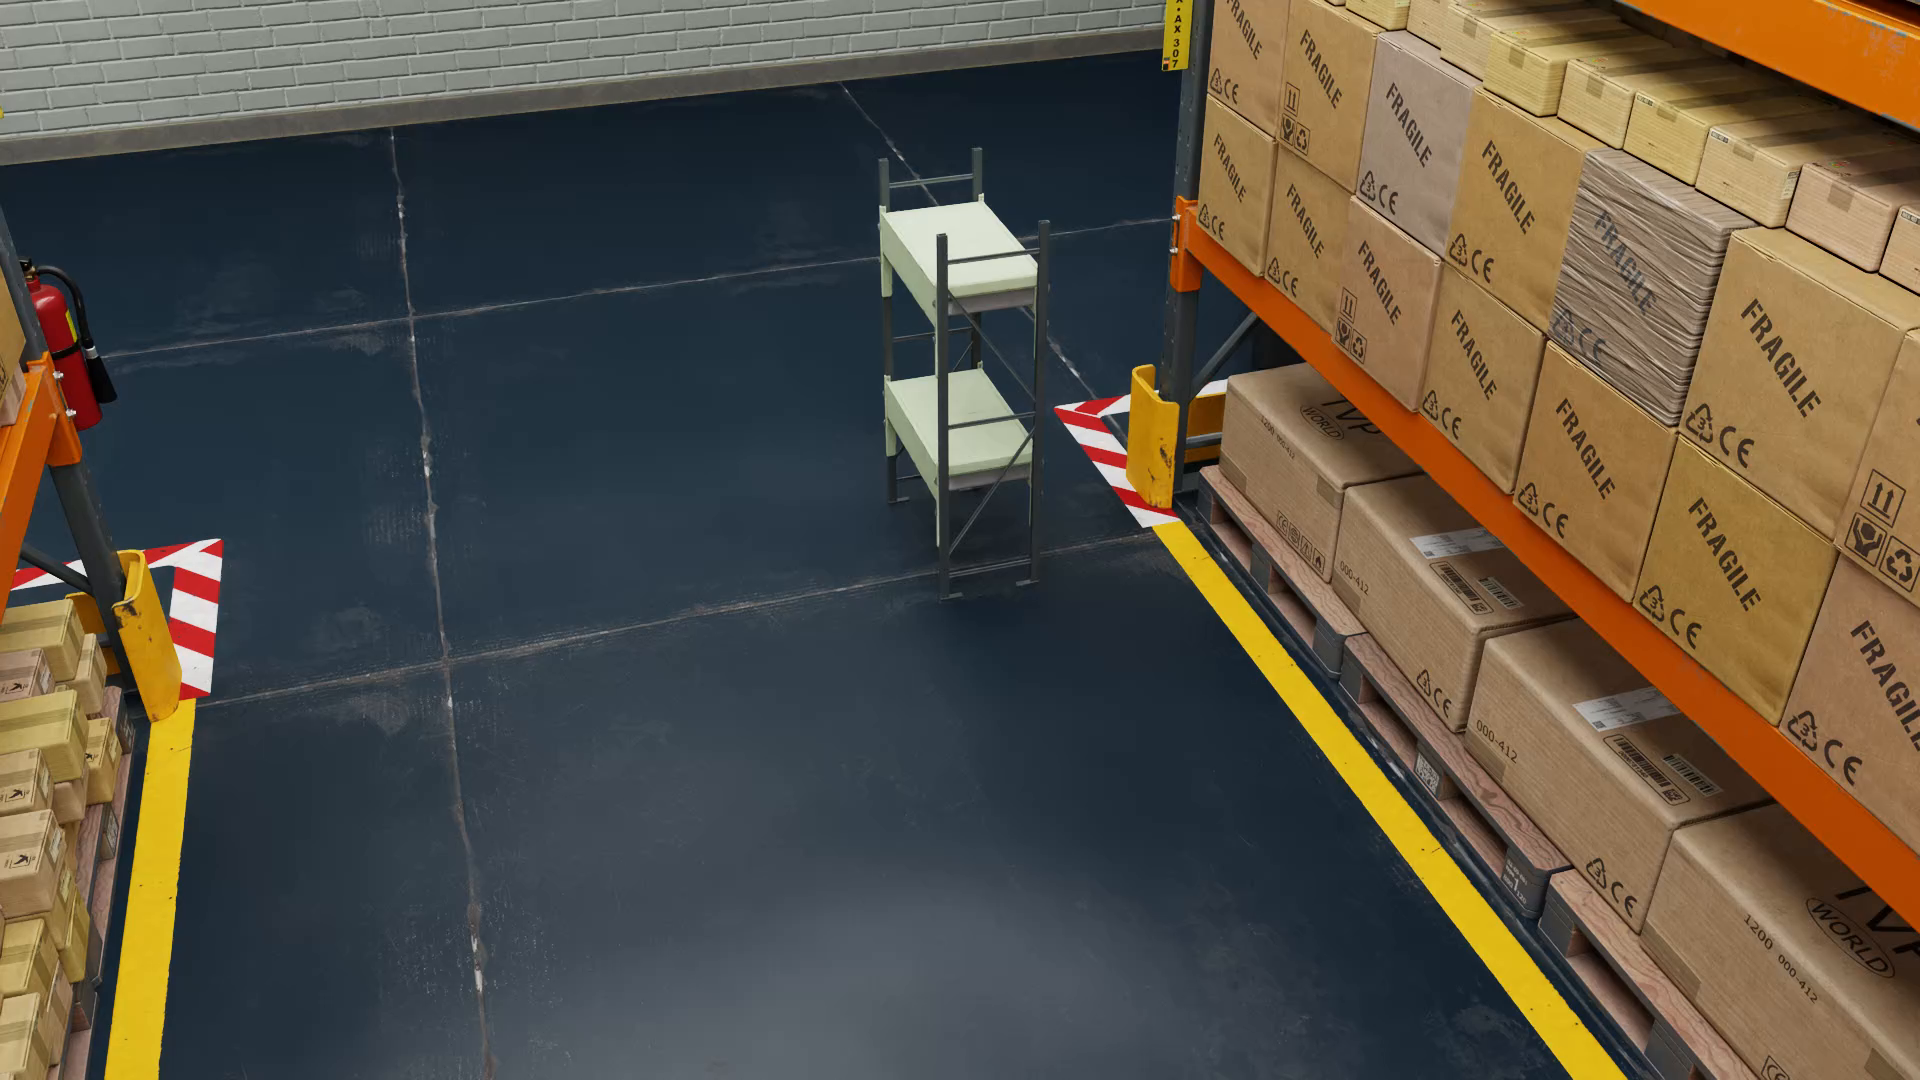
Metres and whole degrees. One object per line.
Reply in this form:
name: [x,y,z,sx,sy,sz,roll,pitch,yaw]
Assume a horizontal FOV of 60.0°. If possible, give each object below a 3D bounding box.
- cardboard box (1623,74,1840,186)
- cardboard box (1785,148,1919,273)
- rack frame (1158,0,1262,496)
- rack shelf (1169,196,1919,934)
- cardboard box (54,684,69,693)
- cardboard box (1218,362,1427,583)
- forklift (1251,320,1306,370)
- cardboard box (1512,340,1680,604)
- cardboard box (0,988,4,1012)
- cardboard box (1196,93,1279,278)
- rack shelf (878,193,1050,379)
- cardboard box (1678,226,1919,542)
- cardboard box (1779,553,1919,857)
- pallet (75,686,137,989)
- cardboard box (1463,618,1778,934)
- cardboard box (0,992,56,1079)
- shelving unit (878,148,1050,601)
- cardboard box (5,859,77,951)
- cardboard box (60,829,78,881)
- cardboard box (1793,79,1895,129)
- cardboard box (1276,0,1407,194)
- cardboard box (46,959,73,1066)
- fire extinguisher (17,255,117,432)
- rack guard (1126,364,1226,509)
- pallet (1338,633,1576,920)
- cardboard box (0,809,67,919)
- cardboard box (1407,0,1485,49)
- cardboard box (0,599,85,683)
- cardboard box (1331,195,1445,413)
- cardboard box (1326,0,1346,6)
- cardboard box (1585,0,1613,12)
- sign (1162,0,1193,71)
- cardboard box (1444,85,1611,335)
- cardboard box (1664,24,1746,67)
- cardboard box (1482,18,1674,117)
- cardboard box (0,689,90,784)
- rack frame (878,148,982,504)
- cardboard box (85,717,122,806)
cardboard box: [1.807,-0.966,3.905,0.380,0.149,0.250,-11,35,-16]
cardboard box: [1.999,-0.704,3.508,0.380,0.149,0.250,-10,35,-15]
rack frame: [1.314,-1.547,6.370,1.000,3.000,0.127,-10,35,-15]
rack shelf: [1.924,-0.197,4.979,1.077,0.370,4.000,-10,35,-15]
cardboard box: [-2.908,0.604,5.050,0.380,0.149,0.250,-11,35,-16]
cardboard box: [1.610,-0.323,6.462,0.875,0.438,0.875,-11,35,-16]
forklift: [2.958,-1.992,7.106,3.031,2.935,1.130,10,35,15]
cardboard box: [1.819,-0.220,4.271,0.500,0.500,0.500,-11,35,-15]
cardboard box: [-2.510,1.164,3.933,0.380,0.149,0.250,-10,35,-14]
cardboard box: [1.187,-1.288,5.888,0.500,0.500,0.500,-10,35,-15]
rack shelf: [0.002,-0.948,6.116,0.431,0.370,0.720,-10,35,-15]
cardboard box: [1.980,-0.375,3.599,0.500,0.500,0.500,-11,35,-15]
cardboard box: [2.149,0.311,3.468,0.500,0.500,0.500,-10,35,-14]
pallet: [-3.132,0.974,5.084,1.003,0.211,1.213,-10,35,-15]
cardboard box: [2.171,0.629,5.020,0.875,0.438,0.875,-11,35,-16]
cardboard box: [-2.435,1.278,4.031,0.380,0.149,0.250,-10,35,-14]
shelving unit: [0.002,-0.622,6.331,0.431,1.500,0.755,-10,35,-15]
cardboard box: [-2.606,1.000,4.451,0.380,0.149,0.250,-10,35,-14]
cardboard box: [-2.749,0.993,4.732,0.380,0.149,0.250,-10,35,-14]
cardboard box: [2.247,-1.048,4.029,0.380,0.149,0.250,-10,35,-15]
cardboard box: [1.353,-1.436,5.204,0.500,0.500,0.500,-11,35,-16]
cardboard box: [-2.548,1.263,4.323,0.380,0.149,0.250,-9,35,-14]
fire extinguisher: [-3.007,-0.683,5.472,0.296,0.674,0.183,-10,35,-15]
rack guard: [1.306,-0.517,7.078,1.175,0.500,0.348,-10,35,-15]
pallet: [2.001,0.663,5.556,1.003,0.211,1.213,-10,35,-15]
cardboard box: [-2.591,0.874,4.371,0.380,0.149,0.250,-9,34,-13]
cardboard box: [1.504,-1.498,4.710,0.380,0.149,0.250,-10,35,-14]
cardboard box: [-2.967,0.340,5.180,0.380,0.149,0.250,-10,35,-14]
cardboard box: [1.505,-0.757,5.085,0.500,0.500,0.500,-10,35,-15]
cardboard box: [1.276,-1.762,5.110,0.380,0.149,0.250,-9,34,-13]
cardboard box: [1.923,-1.583,4.838,0.380,0.149,0.250,-10,35,-15]
sign: [0.783,-1.851,5.973,0.100,0.325,0.005,-10,35,-15]
cardboard box: [1.670,-0.905,4.401,0.500,0.500,0.500,-10,35,-15]
cardboard box: [2.117,-1.320,4.441,0.380,0.149,0.250,-9,34,-13]
cardboard box: [1.591,-1.222,4.293,0.380,0.149,0.250,-11,35,-16]
cardboard box: [-2.745,0.596,4.792,0.380,0.149,0.250,-11,35,-16]
rack frame: [-0.110,-0.814,6.622,0.400,1.500,0.023,-10,35,-15]
cardboard box: [-2.836,0.712,5.156,0.380,0.149,0.250,-9,35,-13]
